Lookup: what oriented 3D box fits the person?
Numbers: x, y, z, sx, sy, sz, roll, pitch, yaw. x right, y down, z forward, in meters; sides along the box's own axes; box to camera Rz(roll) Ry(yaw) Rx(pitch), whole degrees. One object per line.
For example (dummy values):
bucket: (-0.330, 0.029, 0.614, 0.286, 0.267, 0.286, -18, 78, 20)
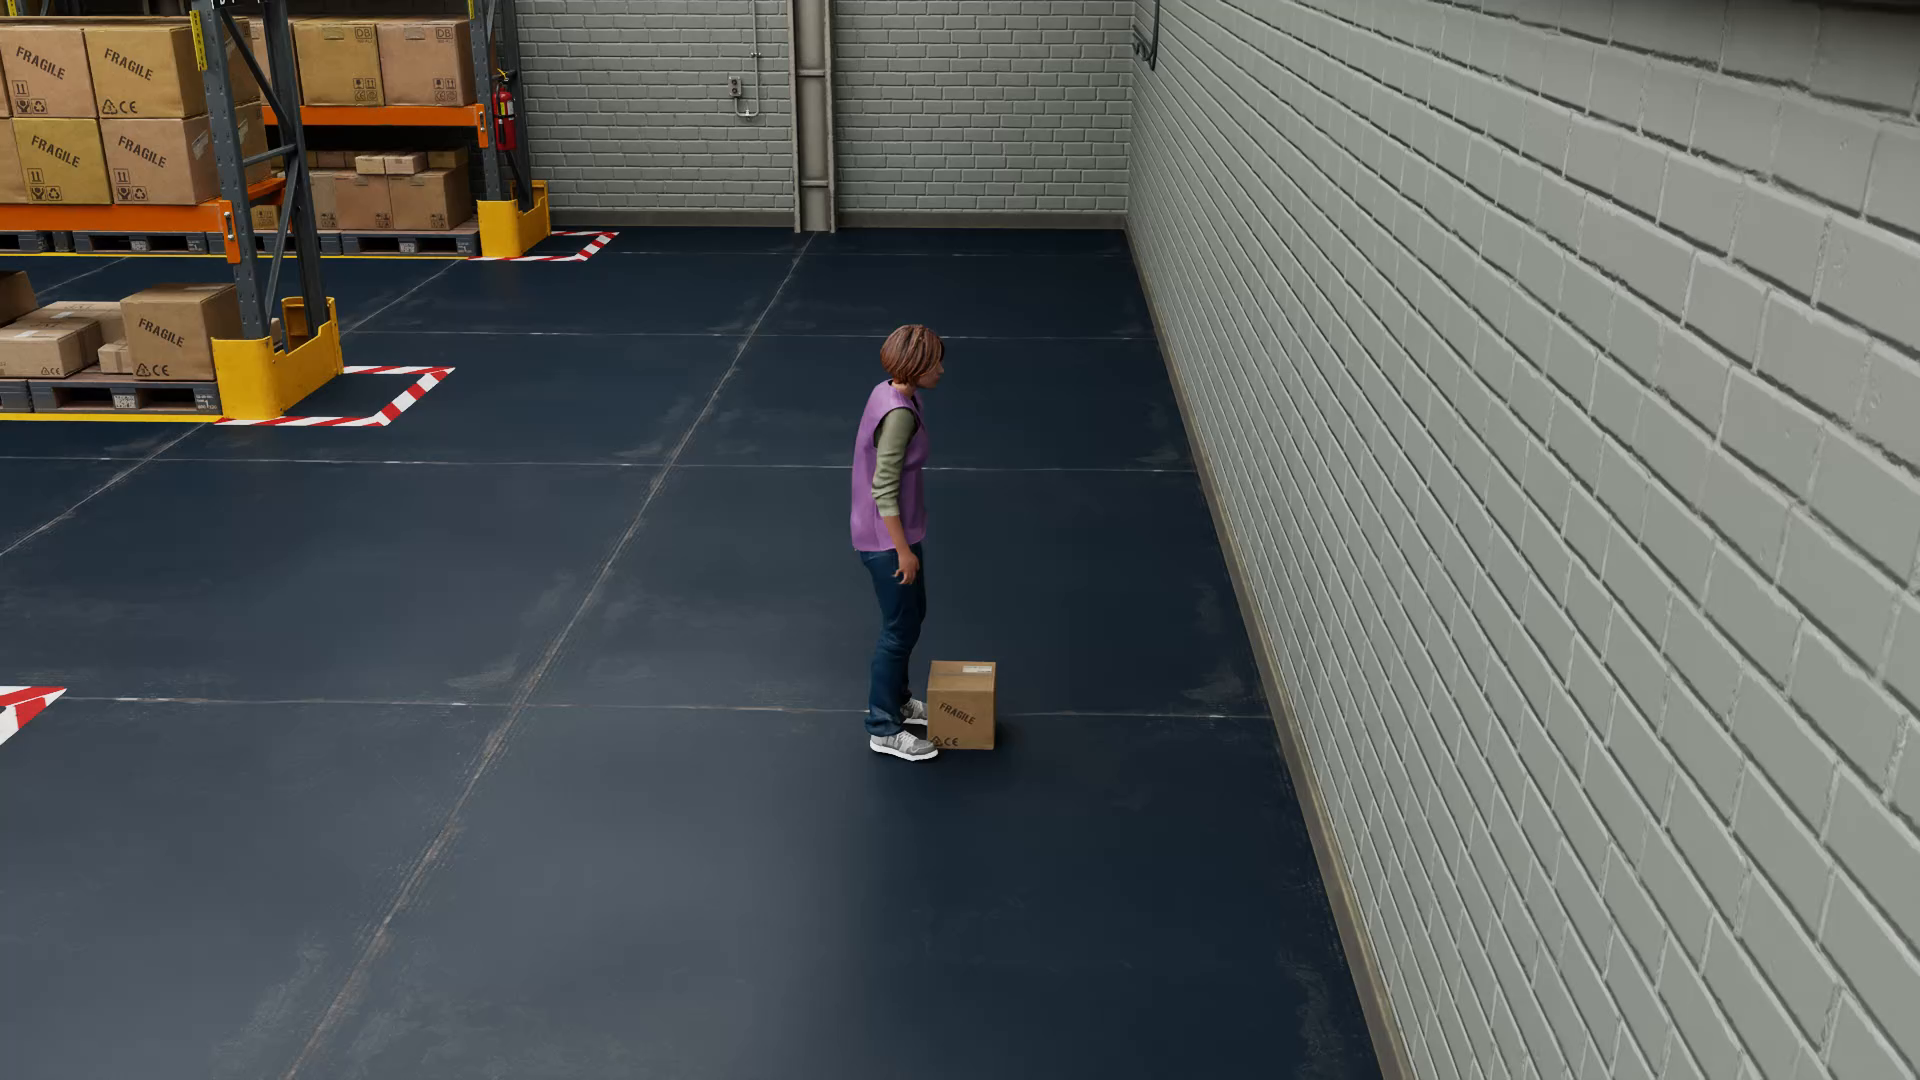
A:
person: (-0.227, -0.004, 6.107, 0.342, 1.593, 0.481, 1, 21, 3)
